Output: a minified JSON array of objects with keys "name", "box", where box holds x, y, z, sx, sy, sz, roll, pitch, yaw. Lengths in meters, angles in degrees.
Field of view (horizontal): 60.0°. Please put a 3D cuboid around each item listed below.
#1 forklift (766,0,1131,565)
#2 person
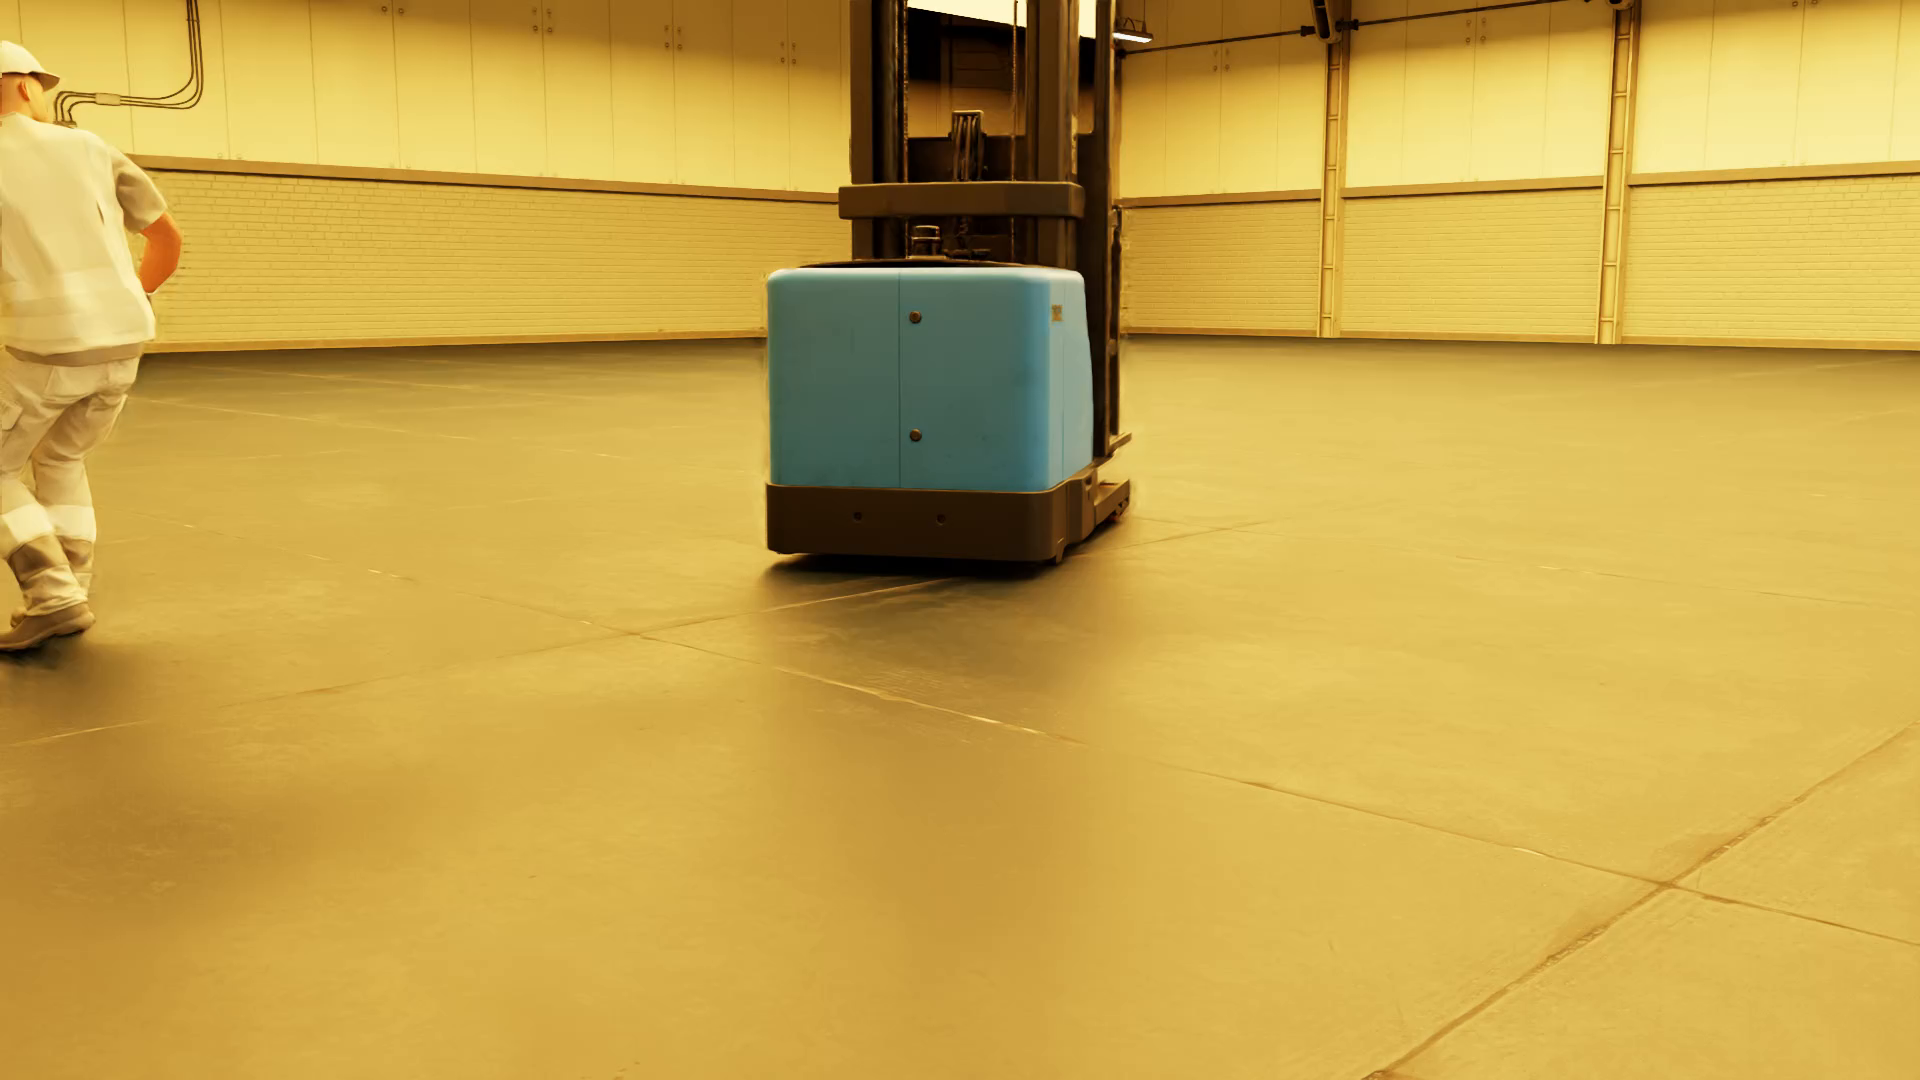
[{"name":"forklift","box":[0.142,-1.538,7.086,1.130,2.935,3.031,2,9,13]},{"name":"person","box":[-2.677,-0.559,4.761,0.726,1.686,0.821,5,10,28]}]
